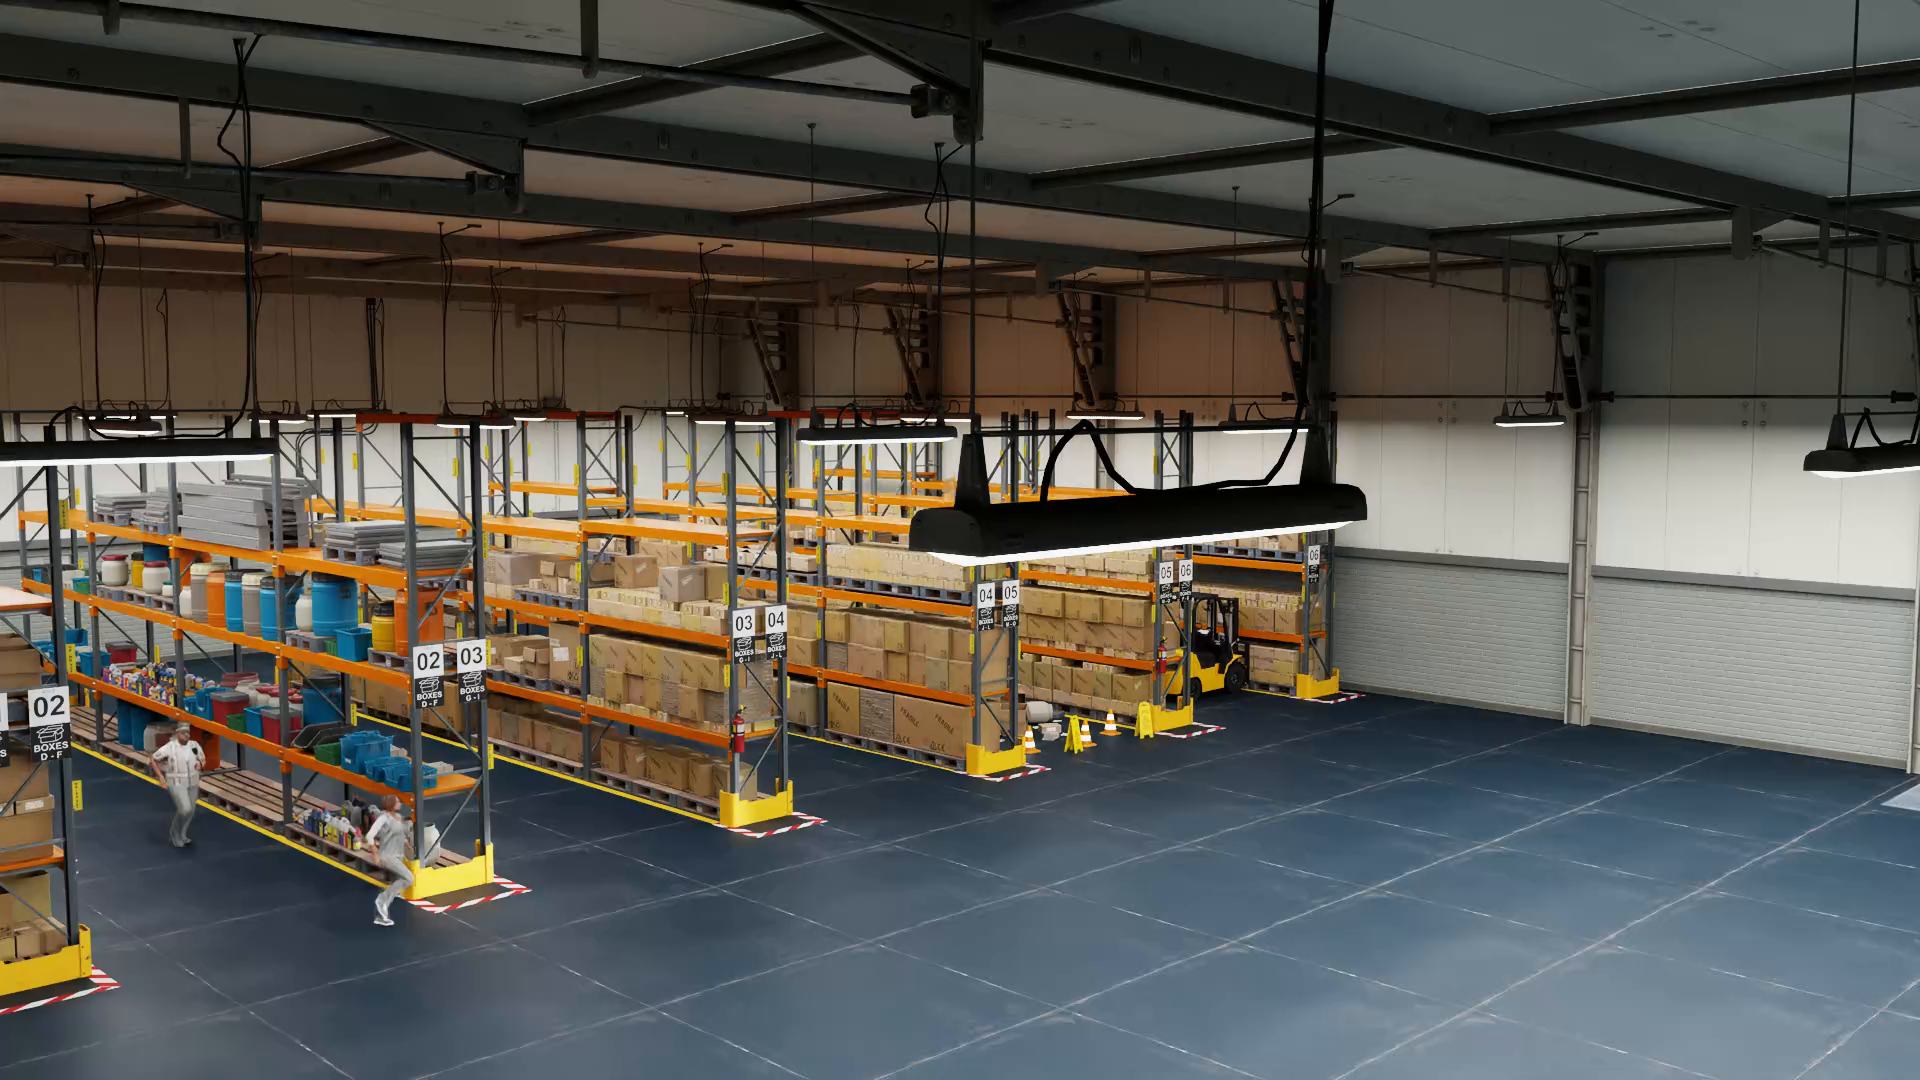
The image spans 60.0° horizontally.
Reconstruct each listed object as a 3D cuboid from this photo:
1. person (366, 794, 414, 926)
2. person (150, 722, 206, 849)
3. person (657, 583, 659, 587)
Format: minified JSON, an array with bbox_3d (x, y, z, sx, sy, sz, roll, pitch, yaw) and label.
[{"bbox_3d":[-6.793,3.827,20.010,0.514,1.526,0.558,0,5,5],"label":"person"},{"bbox_3d":[-10.866,3.429,23.303,0.653,1.769,0.652,3,6,35],"label":"person"},{"bbox_3d":[-8.189,1.637,43.970,0.774,1.739,0.745,-1,5,-17],"label":"person"}]
